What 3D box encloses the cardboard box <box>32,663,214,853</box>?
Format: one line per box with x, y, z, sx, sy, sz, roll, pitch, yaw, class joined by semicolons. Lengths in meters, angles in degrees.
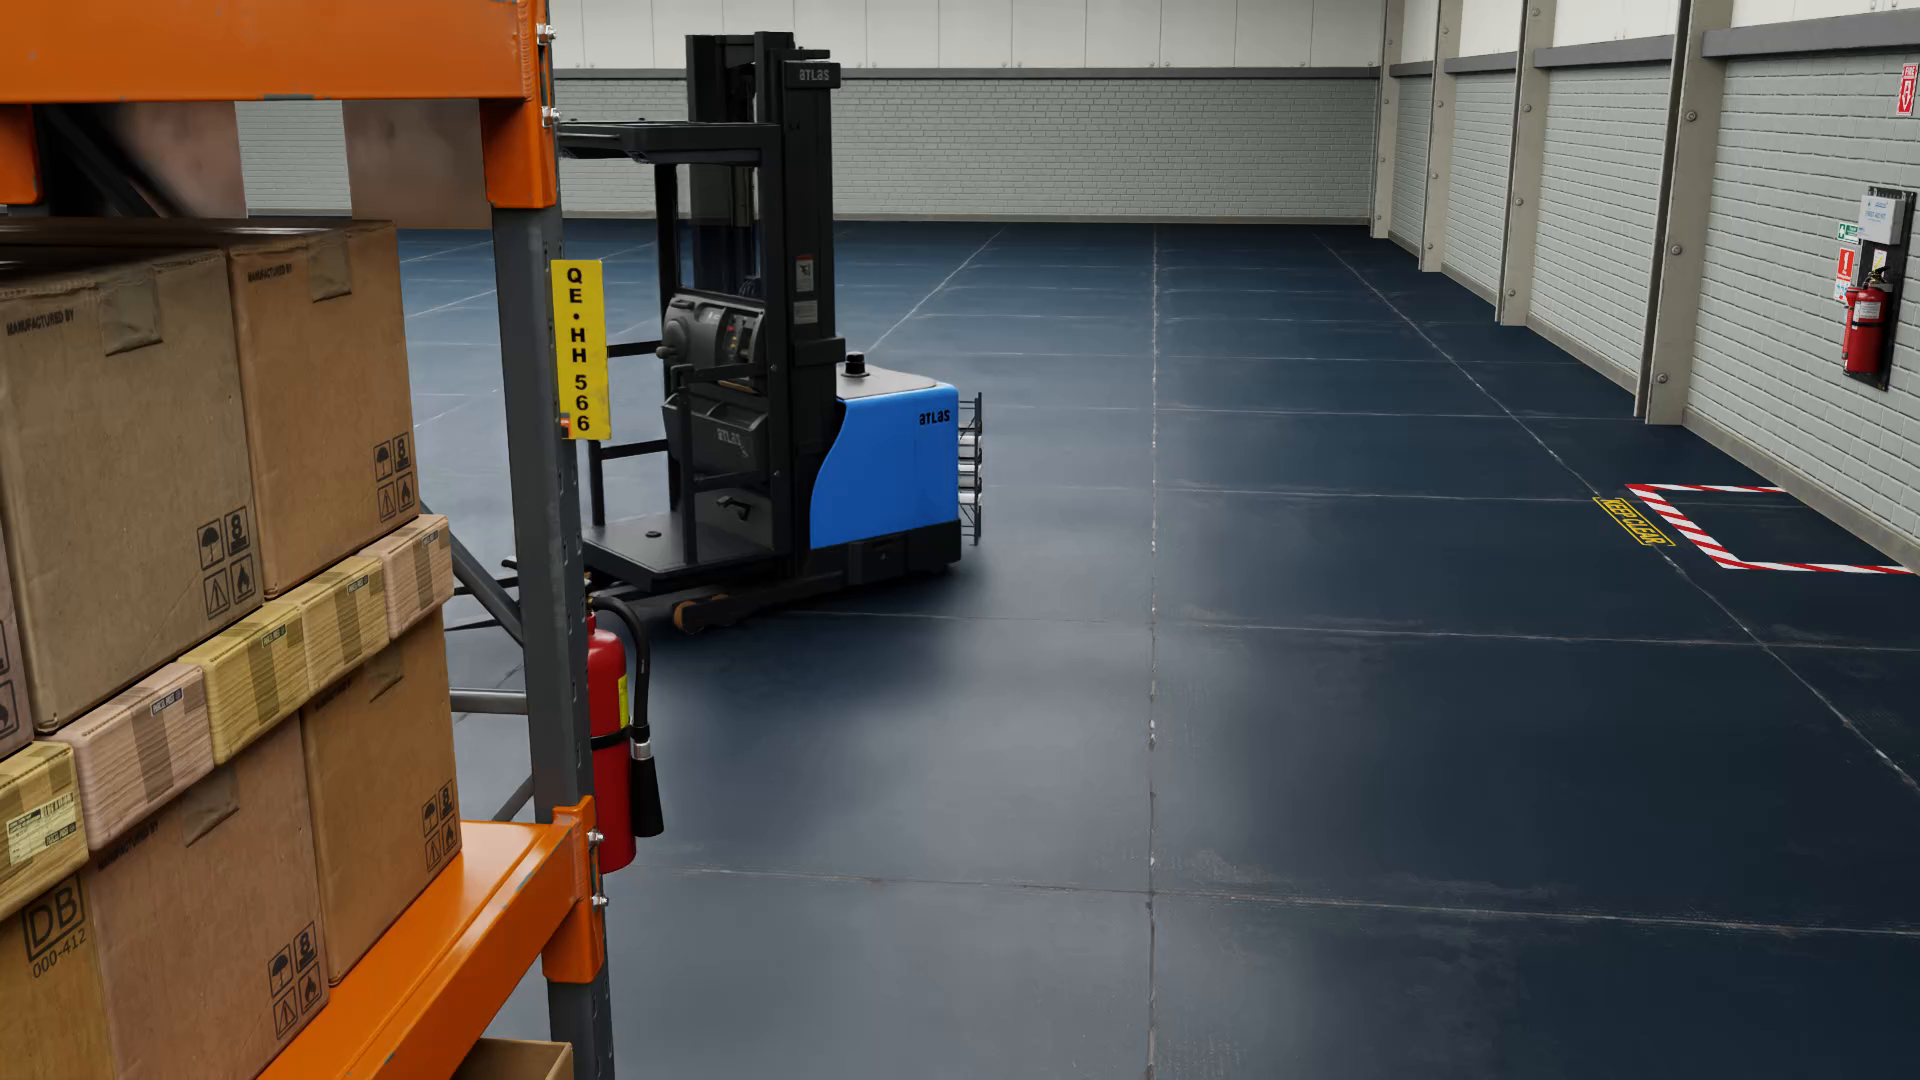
-1.167;0.254;2.042;0.380;0.149;0.250;2;15;7;cardboard box

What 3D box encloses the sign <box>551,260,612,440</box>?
-0.688;-0.342;3.010;0.100;0.325;0.005;2;15;6;sign

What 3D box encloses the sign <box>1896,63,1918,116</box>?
5.571;-2.651;9.778;0.001;0.298;0.199;2;15;6;sign

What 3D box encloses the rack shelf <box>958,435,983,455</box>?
-0.001;-0.574;9.999;0.258;0.077;0.200;2;15;6;rack shelf

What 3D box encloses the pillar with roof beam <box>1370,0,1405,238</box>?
3.585;-10.140;30.424;9.100;9.000;0.400;2;15;6;pillar with roof beam

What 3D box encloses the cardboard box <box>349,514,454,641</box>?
-1.080;0.055;2.779;0.380;0.149;0.250;1;15;5;cardboard box

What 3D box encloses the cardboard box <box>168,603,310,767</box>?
-1.137;0.189;2.283;0.380;0.149;0.250;1;15;5;cardboard box

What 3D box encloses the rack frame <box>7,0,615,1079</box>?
-1.223;0.311;3.264;0.949;2.616;0.053;2;15;6;rack frame

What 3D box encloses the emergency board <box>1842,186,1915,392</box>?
5.471;-1.533;10.084;0.194;1.169;0.643;2;15;6;emergency board

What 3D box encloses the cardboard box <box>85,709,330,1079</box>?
-1.346;0.520;2.301;0.700;0.500;0.500;2;15;8;cardboard box

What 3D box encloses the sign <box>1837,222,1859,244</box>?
5.626;-1.945;10.526;0.001;0.109;0.331;2;15;6;sign

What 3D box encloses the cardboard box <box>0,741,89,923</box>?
-1.197;0.322;1.790;0.380;0.149;0.250;2;15;8;cardboard box

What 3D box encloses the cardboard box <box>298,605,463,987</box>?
-1.291;0.384;2.805;0.700;0.500;0.500;2;15;6;cardboard box

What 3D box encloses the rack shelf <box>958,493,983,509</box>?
-0.001;-0.226;10.092;0.258;0.077;0.200;2;15;6;rack shelf

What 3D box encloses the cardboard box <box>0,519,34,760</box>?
-1.407;0.038;1.596;0.700;0.500;0.500;2;15;6;cardboard box

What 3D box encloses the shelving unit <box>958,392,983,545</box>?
-0.001;-0.432;10.037;0.258;0.900;0.210;2;15;6;shelving unit

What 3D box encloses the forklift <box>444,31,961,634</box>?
-1.457;-1.094;8.594;3.031;2.935;1.130;-12;19;-37;forklift

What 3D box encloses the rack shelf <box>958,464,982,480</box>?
-0.001;-0.400;10.046;0.258;0.077;0.200;2;15;6;rack shelf

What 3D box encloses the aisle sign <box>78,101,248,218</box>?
-1.523;-0.970;3.021;0.394;0.787;0.004;2;15;6;aisle sign

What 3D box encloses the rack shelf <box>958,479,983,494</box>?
-0.001;-0.313;10.069;0.258;0.077;0.200;2;15;6;rack shelf

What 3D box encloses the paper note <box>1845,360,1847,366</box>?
5.559;-1.151;10.361;0.016;0.148;0.142;2;15;6;paper note

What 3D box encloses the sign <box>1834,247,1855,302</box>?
5.636;-1.690;10.598;0.001;0.329;0.234;2;15;6;sign

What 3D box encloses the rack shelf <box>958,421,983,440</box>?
-0.001;-0.661;9.975;0.258;0.077;0.200;2;15;6;rack shelf

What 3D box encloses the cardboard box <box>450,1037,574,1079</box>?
-0.991;1.222;2.924;0.500;0.500;0.500;2;15;6;cardboard box

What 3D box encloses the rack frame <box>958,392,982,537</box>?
0.011;-0.459;10.134;0.240;0.900;0.006;2;15;6;rack frame

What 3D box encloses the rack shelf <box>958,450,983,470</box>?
-0.001;-0.487;10.022;0.258;0.077;0.200;2;15;6;rack shelf

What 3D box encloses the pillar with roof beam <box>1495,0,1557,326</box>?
2.231;-7.028;18.914;9.100;9.000;0.400;2;15;6;pillar with roof beam

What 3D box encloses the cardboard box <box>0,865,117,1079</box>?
-1.408;0.649;1.825;0.700;0.500;0.500;2;15;7;cardboard box

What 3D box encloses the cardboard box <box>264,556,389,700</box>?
-1.108;0.123;2.528;0.380;0.149;0.250;2;15;8;cardboard box

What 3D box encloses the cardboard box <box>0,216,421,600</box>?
-1.297;-0.229;2.585;0.700;0.500;0.500;2;15;6;cardboard box

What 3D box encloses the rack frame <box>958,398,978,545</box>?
-0.012;-0.406;9.939;0.240;0.900;0.006;2;15;6;rack frame

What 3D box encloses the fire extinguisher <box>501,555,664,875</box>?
-0.751;0.332;3.337;0.296;0.674;0.183;2;15;6;fire extinguisher

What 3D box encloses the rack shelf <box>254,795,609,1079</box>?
-1.452;1.177;1.440;1.077;0.370;4.000;2;15;6;rack shelf

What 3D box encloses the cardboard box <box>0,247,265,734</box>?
-1.351;-0.092;2.080;0.700;0.500;0.500;1;15;5;cardboard box

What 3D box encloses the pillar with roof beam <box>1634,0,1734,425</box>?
1.553;-5.472;13.159;9.100;9.000;0.400;2;15;6;pillar with roof beam

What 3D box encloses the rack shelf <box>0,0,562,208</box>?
-1.452;-0.271;1.048;1.077;0.370;4.000;2;15;6;rack shelf

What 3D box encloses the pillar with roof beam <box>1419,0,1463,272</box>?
2.908;-8.584;24.669;9.100;9.000;0.400;2;15;6;pillar with roof beam

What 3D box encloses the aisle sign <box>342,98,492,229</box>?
-0.927;-0.952;2.956;0.394;0.787;0.004;2;15;6;aisle sign
